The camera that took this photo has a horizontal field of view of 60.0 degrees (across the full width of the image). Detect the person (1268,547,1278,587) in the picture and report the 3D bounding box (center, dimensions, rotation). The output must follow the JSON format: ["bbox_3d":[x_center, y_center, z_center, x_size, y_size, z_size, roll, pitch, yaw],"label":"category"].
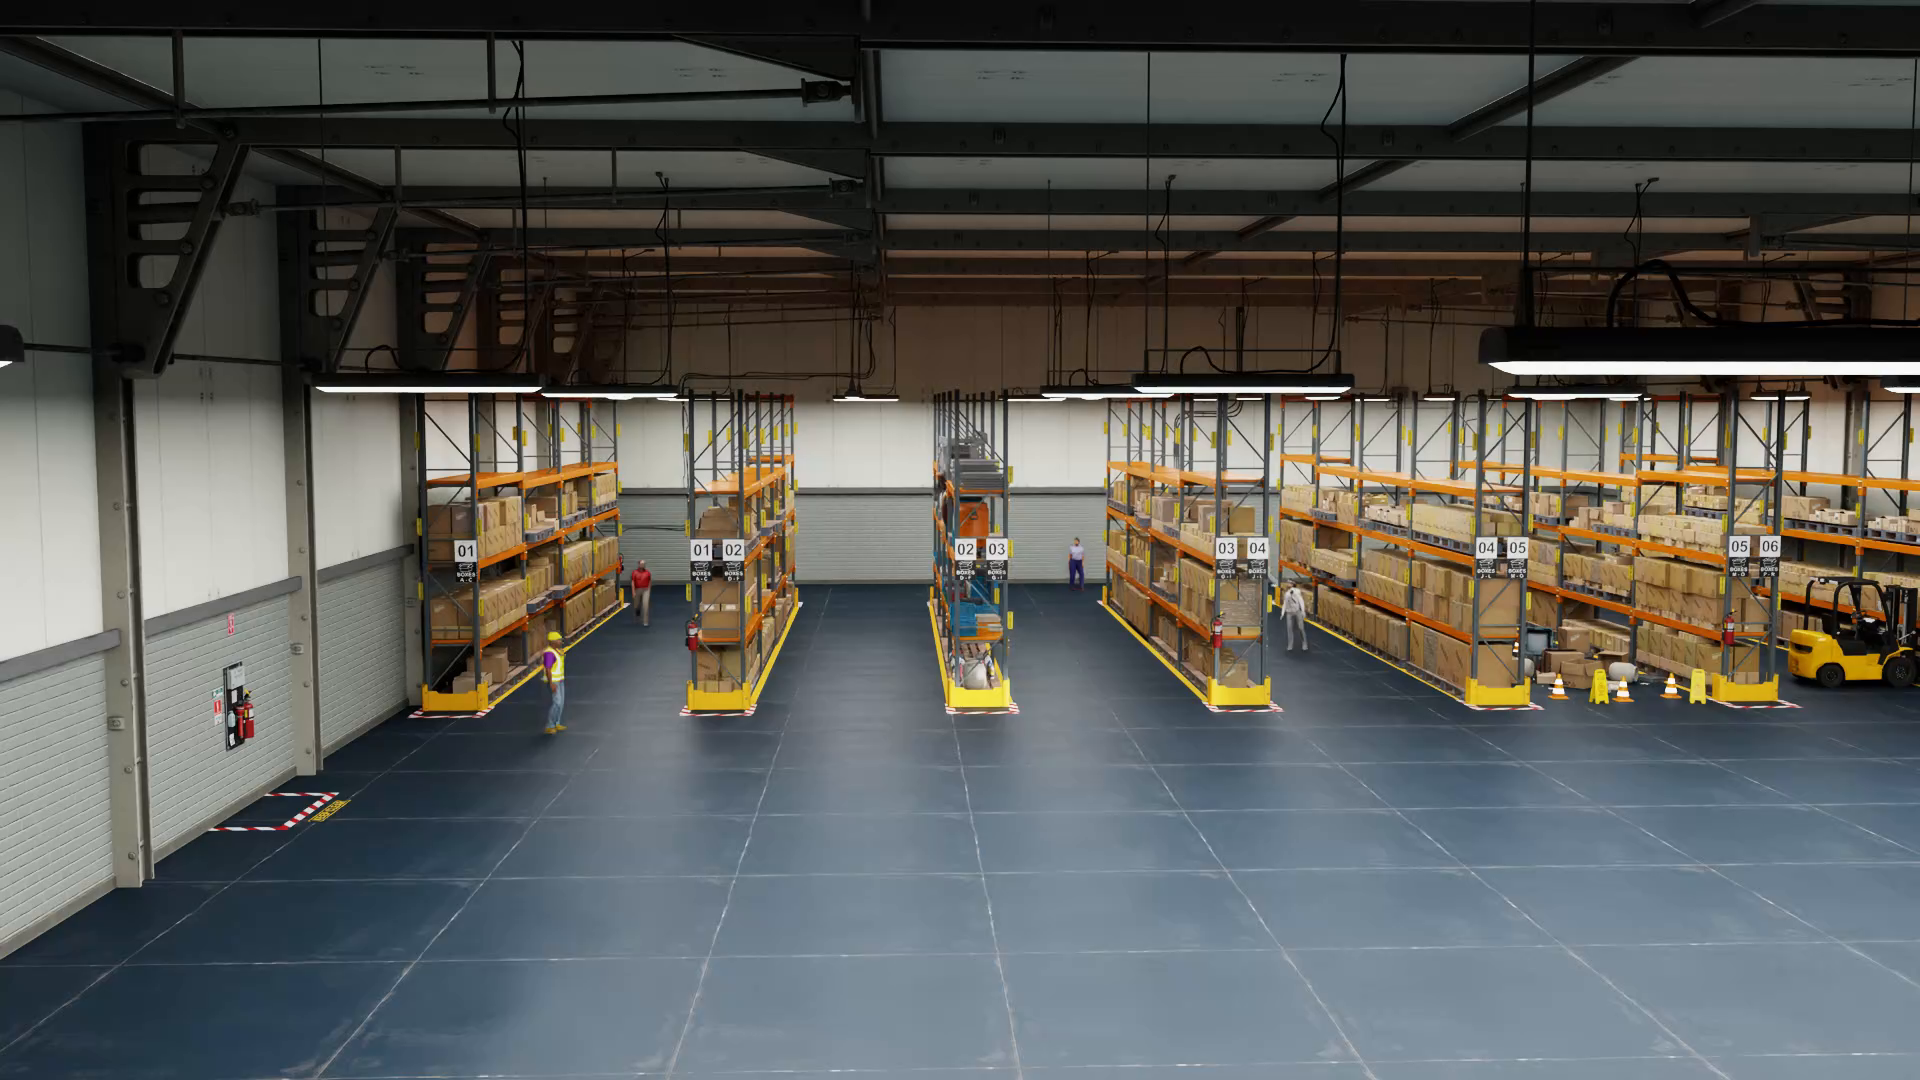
[{"bbox_3d":[9.397,0.706,51.345,0.921,1.635,0.463,-2,5,-20],"label":"person"}]

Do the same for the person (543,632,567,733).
[{"bbox_3d":[-7.107,2.509,29.175,0.390,1.825,0.628,1,5,11],"label":"person"}]

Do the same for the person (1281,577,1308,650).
[{"bbox_3d":[7.817,1.722,38.790,0.615,1.687,0.485,3,6,34],"label":"person"}]

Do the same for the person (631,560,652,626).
[{"bbox_3d":[-8.260,1.356,43.110,0.511,1.680,0.842,0,5,-6],"label":"person"}]

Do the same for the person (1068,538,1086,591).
[{"bbox_3d":[3.613,0.758,51.150,0.496,1.662,0.537,-2,5,-20],"label":"person"}]
